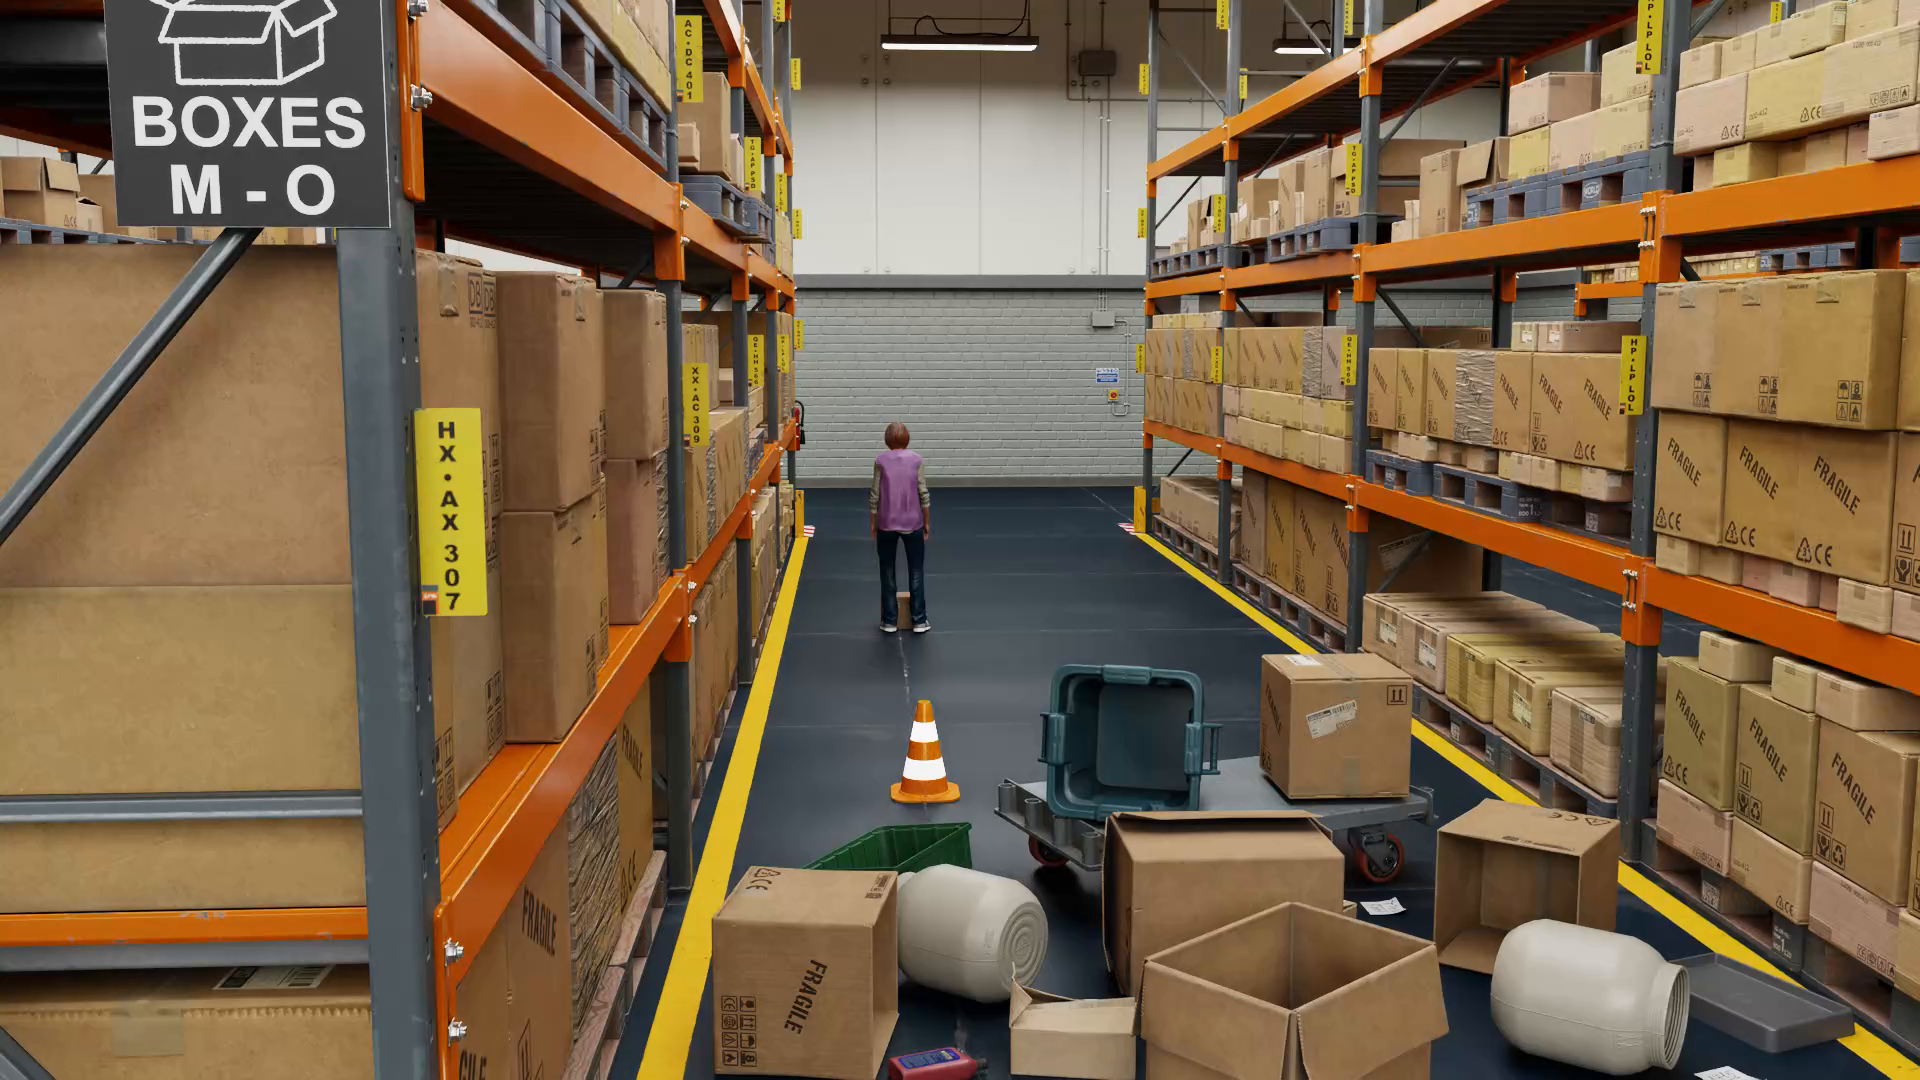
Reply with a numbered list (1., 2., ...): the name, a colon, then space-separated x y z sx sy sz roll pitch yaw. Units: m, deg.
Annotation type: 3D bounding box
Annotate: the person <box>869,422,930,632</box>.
1. person: -0.455 -0.093 12.552 0.463 1.593 0.365 0 7 -4
